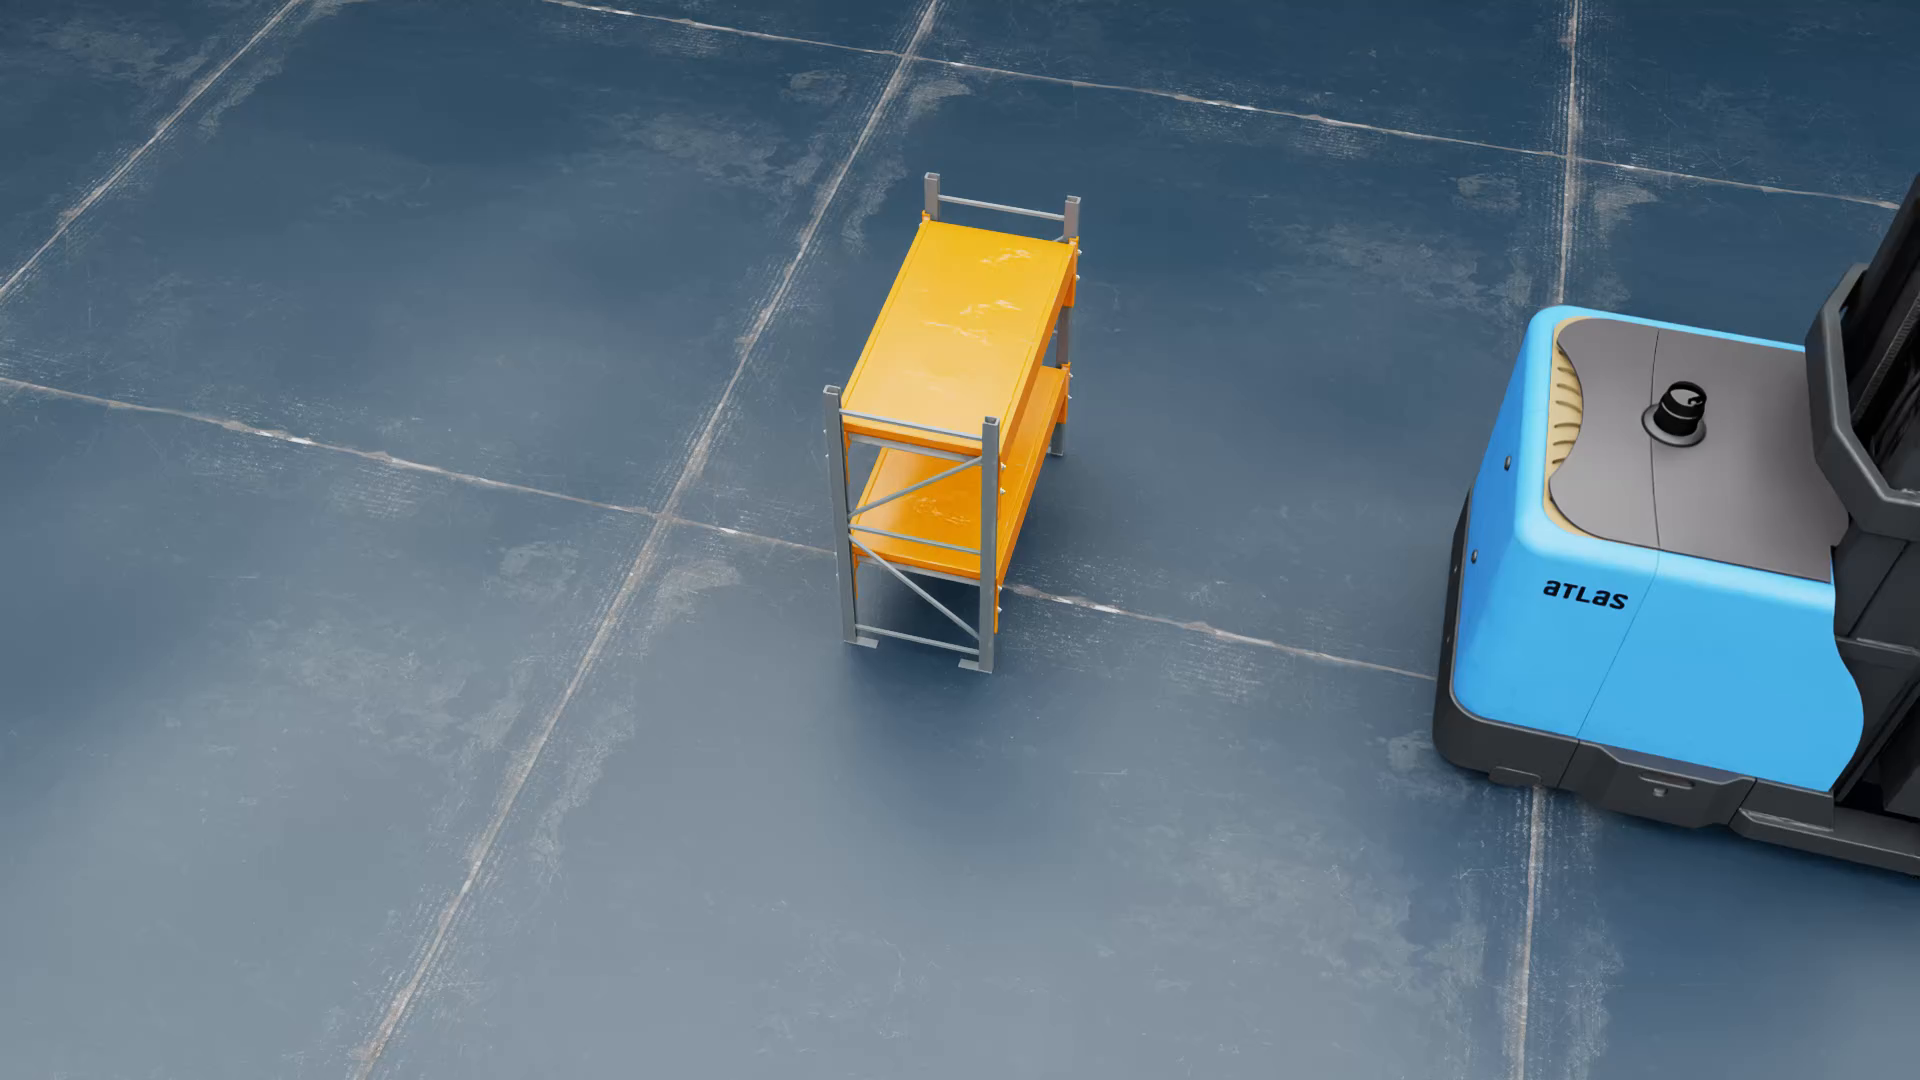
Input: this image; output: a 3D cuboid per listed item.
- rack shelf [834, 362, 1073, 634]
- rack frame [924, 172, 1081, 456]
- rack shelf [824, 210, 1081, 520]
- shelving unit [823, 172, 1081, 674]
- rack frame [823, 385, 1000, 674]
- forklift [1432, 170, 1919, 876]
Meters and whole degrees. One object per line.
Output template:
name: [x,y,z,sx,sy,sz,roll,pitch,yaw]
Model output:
rack shelf: [-0.002,-0.206,5.507,0.538,0.278,1.000,12,50,10]
rack frame: [0.132,-0.735,5.648,0.500,1.125,0.032,12,50,10]
rack shelf: [-0.002,-0.561,5.104,0.538,0.278,1.000,12,50,10]
shelving unit: [-0.002,-0.367,5.324,0.538,1.125,1.048,12,50,10]
rack frame: [-0.136,0.000,4.999,0.500,1.125,0.032,12,50,10]
forklift: [3.028,-0.327,4.084,3.031,2.935,1.130,12,50,10]
